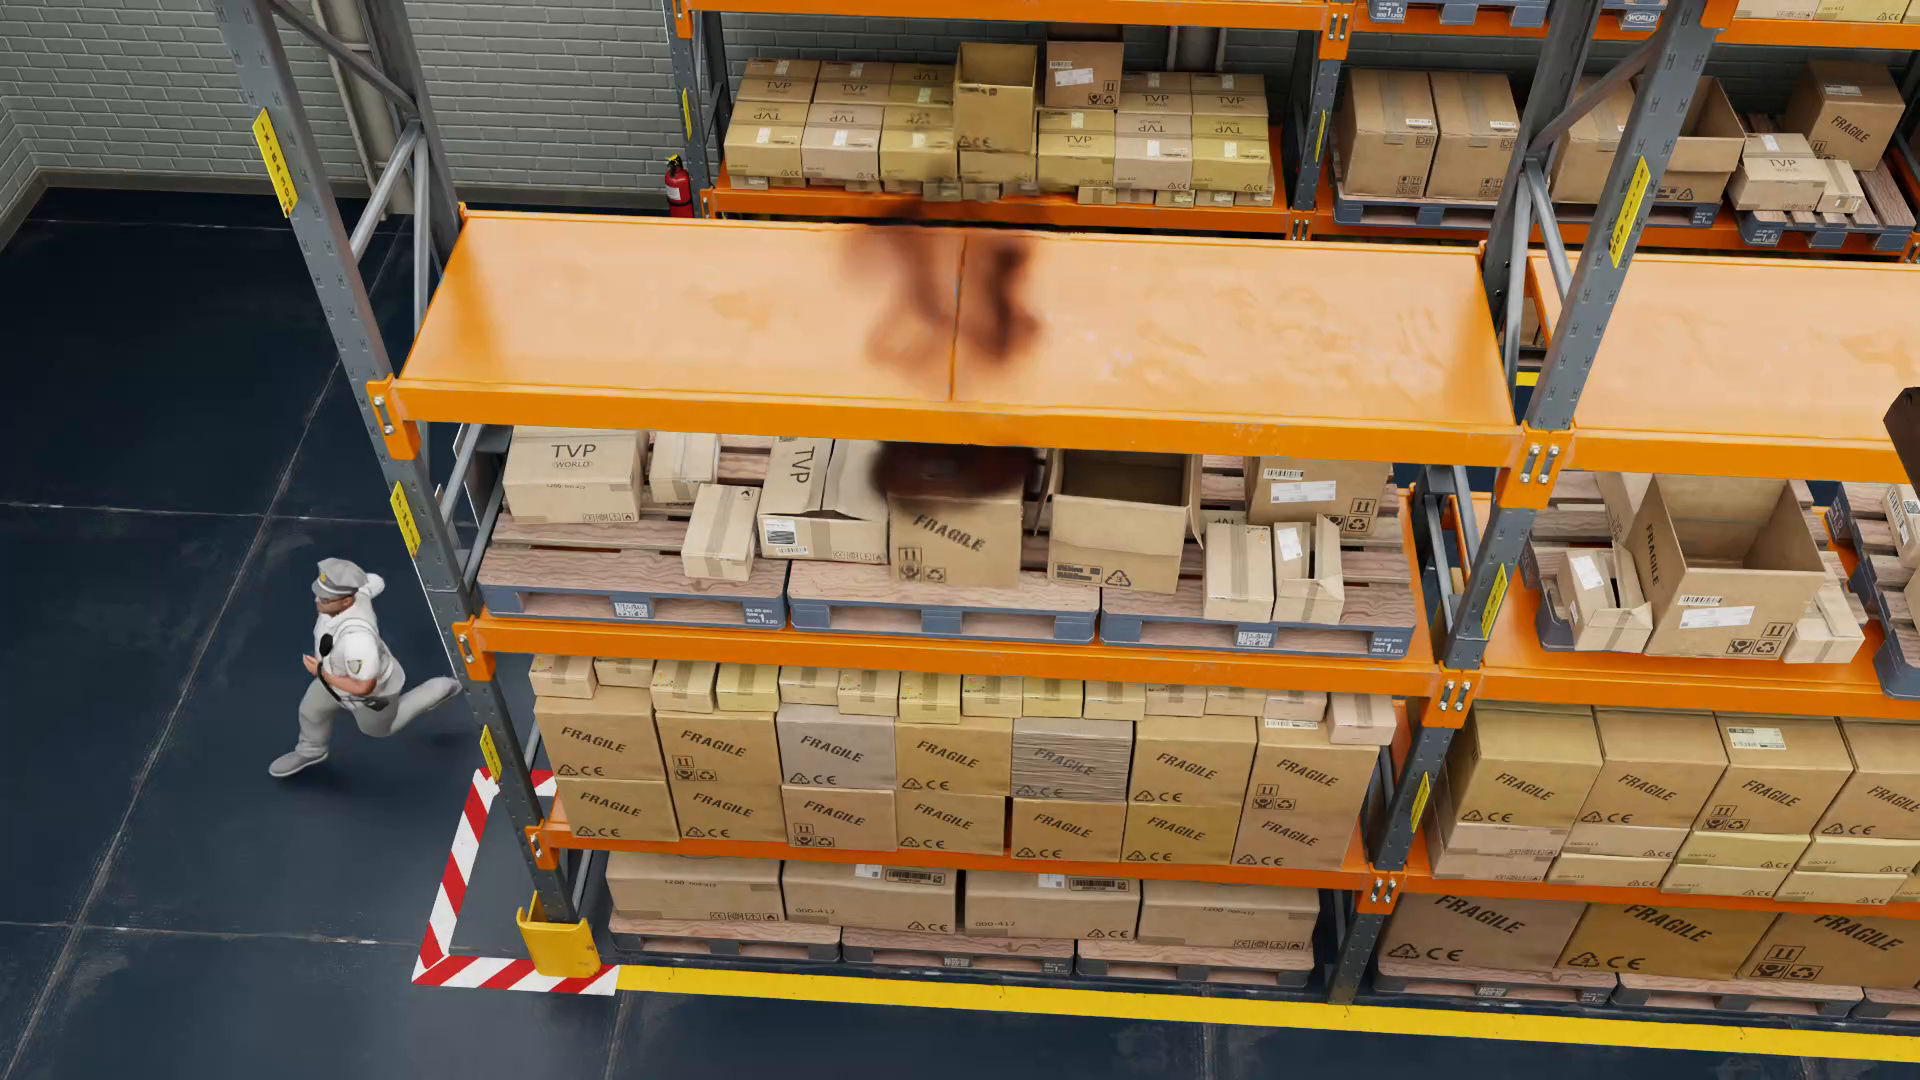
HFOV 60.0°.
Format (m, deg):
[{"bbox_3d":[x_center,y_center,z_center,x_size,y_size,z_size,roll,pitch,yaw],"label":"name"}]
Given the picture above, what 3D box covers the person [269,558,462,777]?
[{"bbox_3d":[-3.270,0.730,8.867,1.113,1.634,0.751,-29,54,-24],"label":"person"}]
